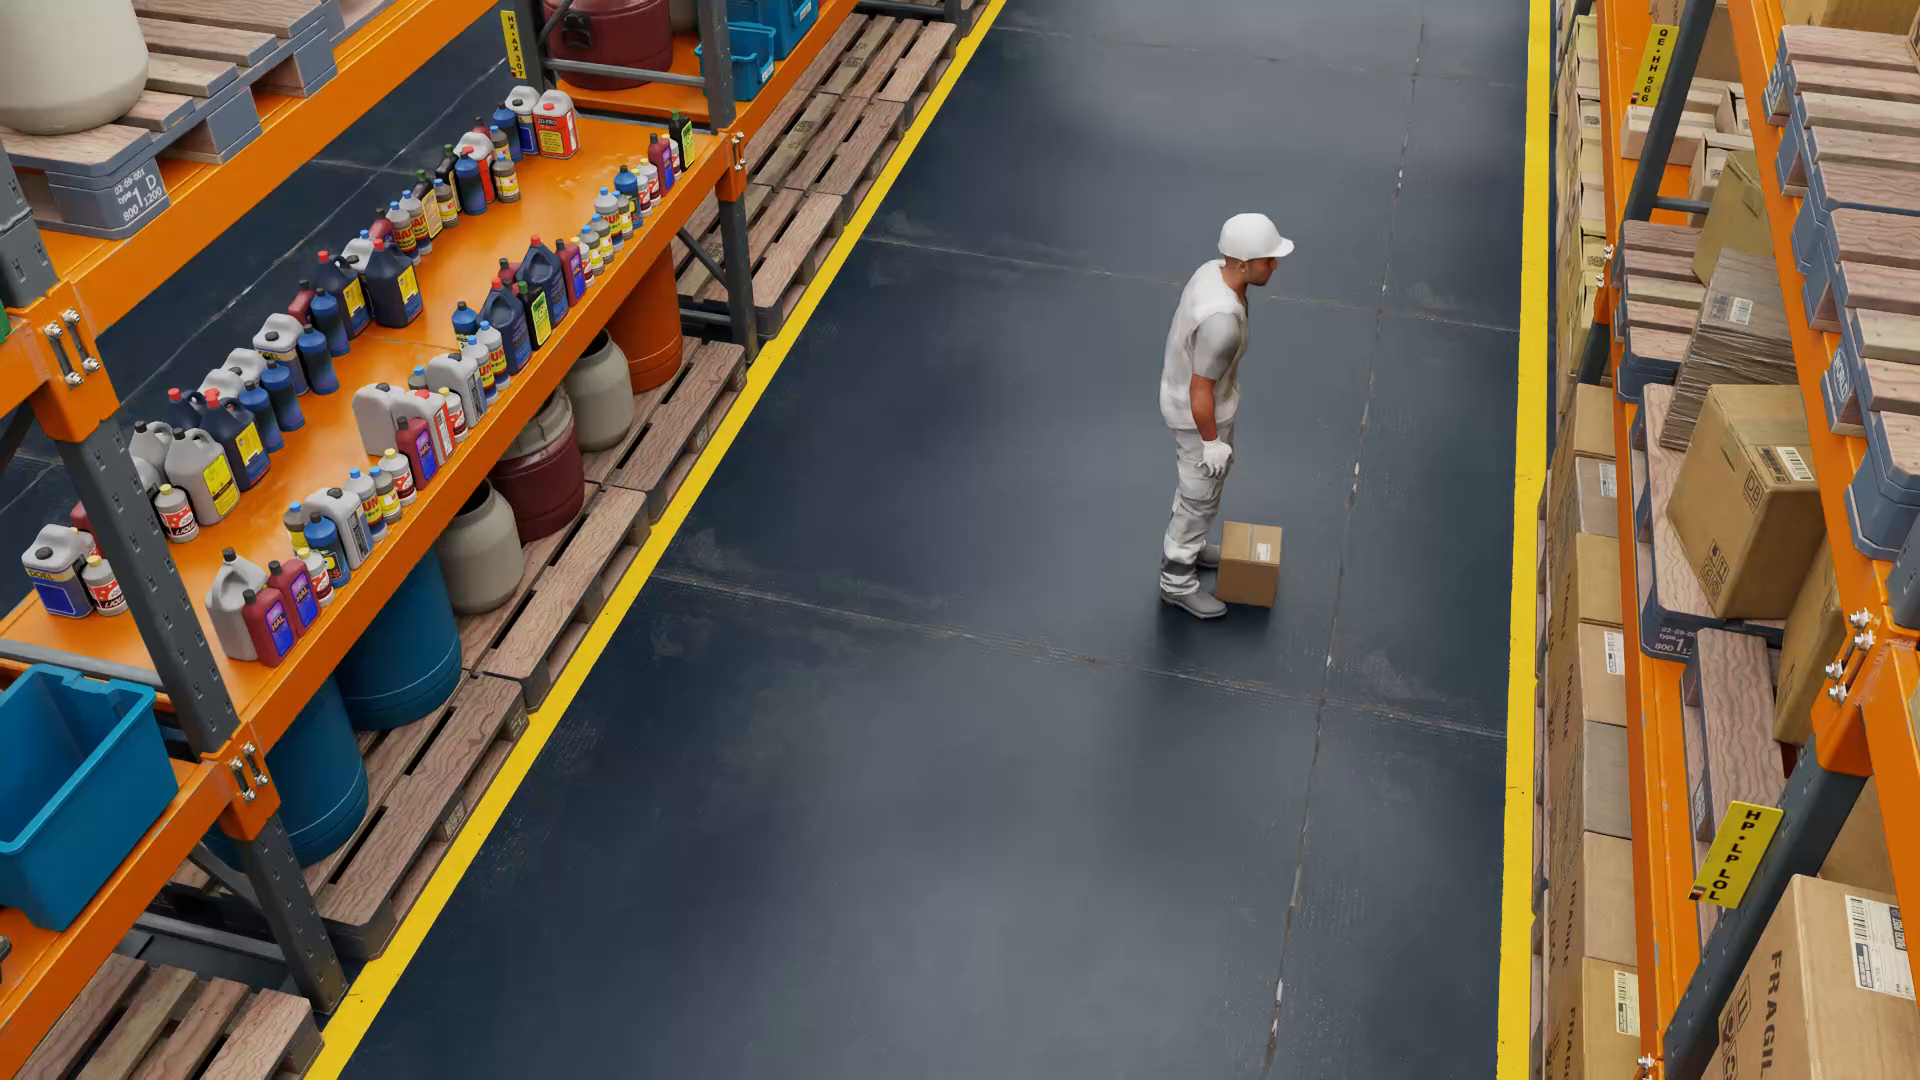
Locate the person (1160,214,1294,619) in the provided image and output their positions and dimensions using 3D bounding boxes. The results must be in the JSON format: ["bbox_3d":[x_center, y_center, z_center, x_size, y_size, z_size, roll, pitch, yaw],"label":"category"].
[{"bbox_3d":[1.031,-0.524,6.755,0.445,1.781,0.622,8,41,9],"label":"person"}]
